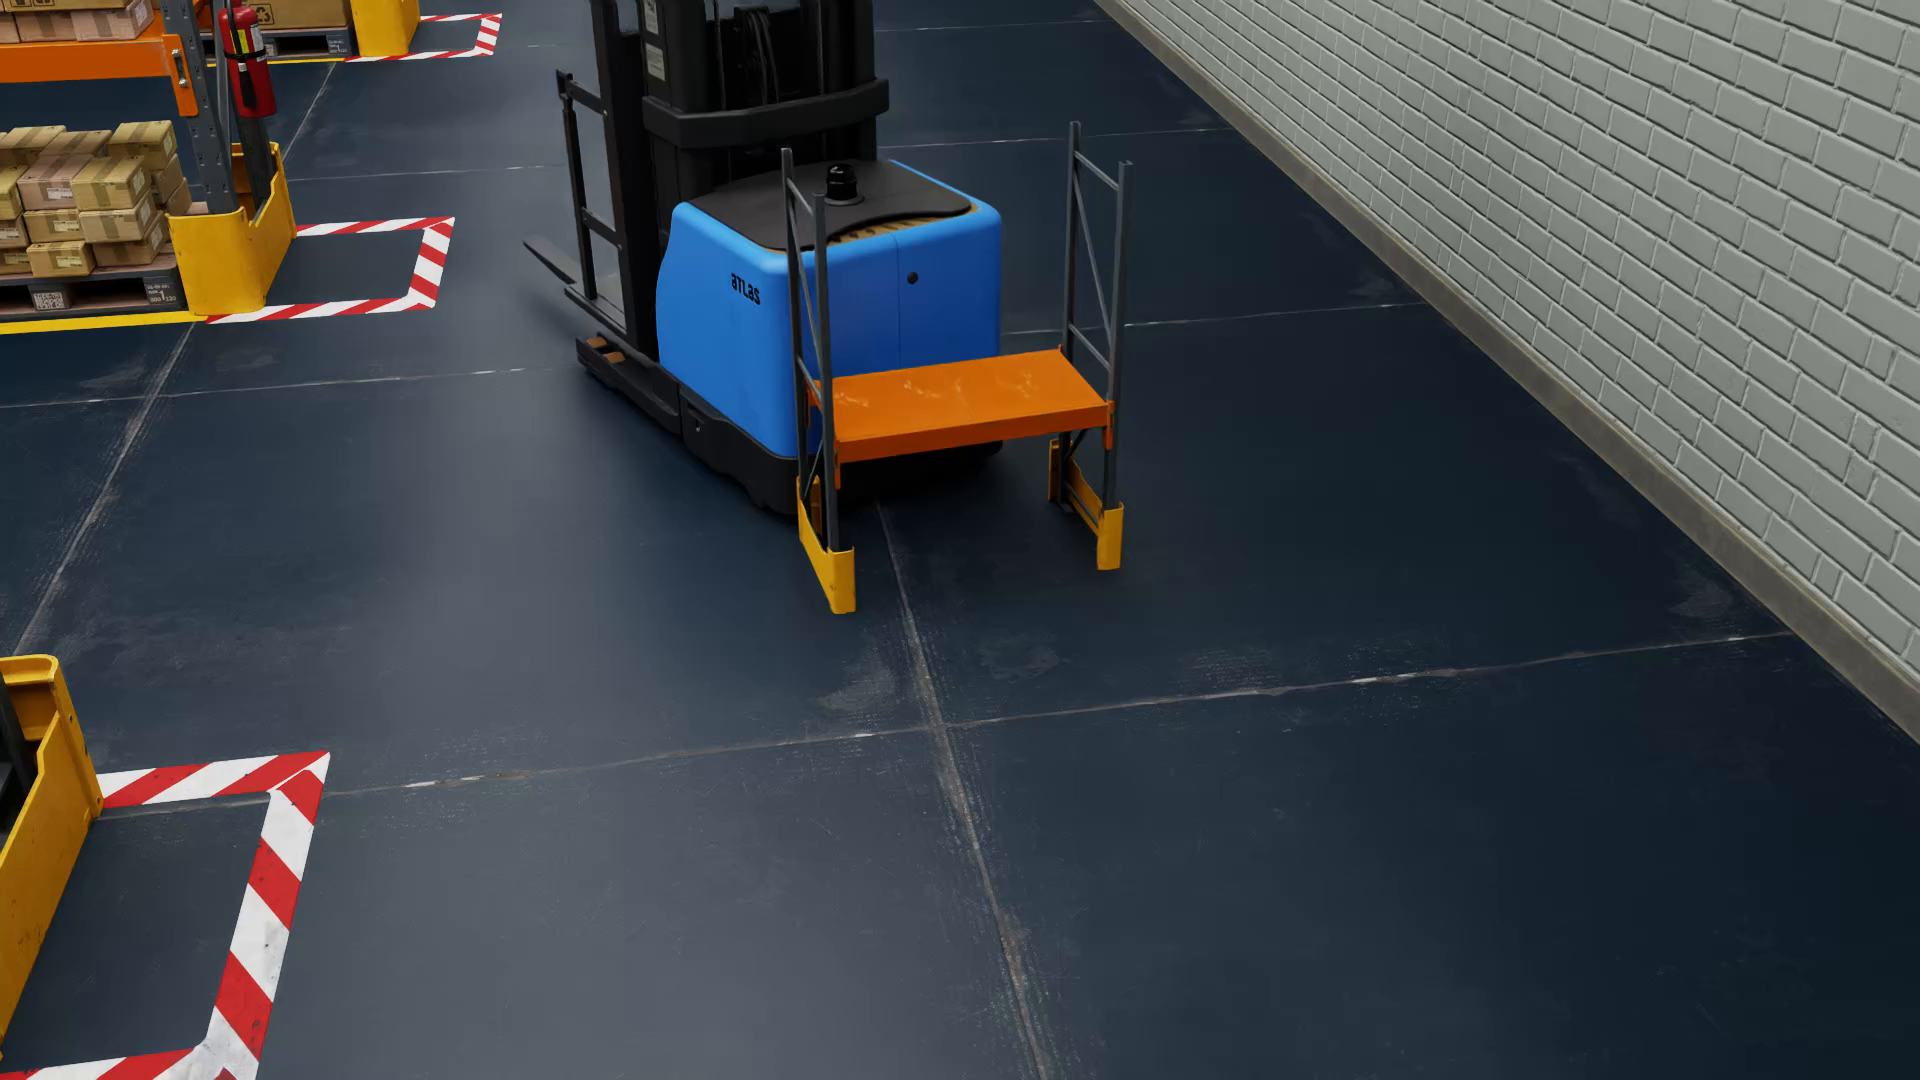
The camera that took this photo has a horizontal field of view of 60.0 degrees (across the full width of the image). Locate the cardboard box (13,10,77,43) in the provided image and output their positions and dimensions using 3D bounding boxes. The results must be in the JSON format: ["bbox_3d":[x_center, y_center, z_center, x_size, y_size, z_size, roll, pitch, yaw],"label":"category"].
[{"bbox_3d":[-4.144,-2.410,7.636,0.250,0.149,0.380,-5,31,-9],"label":"cardboard box"}]

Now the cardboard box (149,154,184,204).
[{"bbox_3d":[-4.185,-1.853,8.547,0.250,0.149,0.380,-4,31,-7],"label":"cardboard box"}]

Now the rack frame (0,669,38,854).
[{"bbox_3d":[-2.632,-0.234,3.688,0.127,3.000,1.000,-5,31,-9],"label":"rack frame"}]

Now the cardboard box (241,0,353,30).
[{"bbox_3d":[-5.032,-4.342,12.356,0.875,0.875,0.875,-5,31,-9],"label":"cardboard box"}]

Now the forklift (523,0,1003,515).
[{"bbox_3d":[-1.075,-2.056,6.855,1.130,2.935,3.031,-19,36,-29],"label":"forklift"}]

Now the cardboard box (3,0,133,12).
[{"bbox_3d":[-4.019,-2.695,7.481,0.500,0.500,0.500,-5,31,-8],"label":"cardboard box"}]

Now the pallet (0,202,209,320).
[{"bbox_3d":[-4.503,-1.427,8.469,1.213,0.211,1.003,-5,31,-9],"label":"pallet"}]

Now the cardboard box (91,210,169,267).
[{"bbox_3d":[-4.103,-1.493,8.227,0.250,0.149,0.380,-5,31,-8],"label":"cardboard box"}]

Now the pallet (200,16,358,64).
[{"bbox_3d":[-5.189,-3.861,12.607,1.213,0.211,1.003,-5,31,-9],"label":"pallet"}]

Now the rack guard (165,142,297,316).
[{"bbox_3d":[-3.698,-1.608,8.492,0.348,0.500,1.175,-5,31,-9],"label":"rack guard"}]

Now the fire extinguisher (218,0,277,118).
[{"bbox_3d":[-3.292,-2.291,7.632,0.183,0.674,0.296,-5,31,-9],"label":"fire extinguisher"}]

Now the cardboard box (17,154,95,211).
[{"bbox_3d":[-4.356,-1.732,8.048,0.250,0.149,0.380,-5,31,-8],"label":"cardboard box"}]

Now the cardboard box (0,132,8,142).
[{"bbox_3d":[-4.949,-1.914,8.358,0.250,0.149,0.380,-7,31,-11],"label":"cardboard box"}]

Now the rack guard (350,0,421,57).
[{"bbox_3d":[-4.393,-4.099,12.728,0.348,0.500,1.175,-5,31,-9],"label":"rack guard"}]

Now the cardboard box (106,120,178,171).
[{"bbox_3d":[-4.200,-2.023,8.542,0.250,0.149,0.380,-7,31,-11],"label":"cardboard box"}]

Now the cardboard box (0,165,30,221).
[{"bbox_3d":[-4.587,-1.645,7.900,0.250,0.149,0.380,-6,31,-10],"label":"cardboard box"}]

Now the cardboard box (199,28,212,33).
[{"bbox_3d":[-5.927,-4.258,12.215,0.875,0.875,0.875,-5,31,-9],"label":"cardboard box"}]

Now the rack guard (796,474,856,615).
[{"bbox_3d":[-0.485,0.009,5.988,0.087,0.250,0.587,-9,32,-15],"label":"rack guard"}]

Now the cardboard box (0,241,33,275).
[{"bbox_3d":[-4.613,-1.437,8.134,0.250,0.149,0.380,-5,31,-9],"label":"cardboard box"}]

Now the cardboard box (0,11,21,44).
[{"bbox_3d":[-4.388,-2.379,7.585,0.250,0.149,0.380,-6,31,-9],"label":"cardboard box"}]

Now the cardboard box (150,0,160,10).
[{"bbox_3d":[-4.001,-2.718,8.161,0.250,0.149,0.380,-6,31,-9],"label":"cardboard box"}]

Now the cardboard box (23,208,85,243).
[{"bbox_3d":[-4.358,-1.585,8.092,0.250,0.149,0.380,-6,31,-10],"label":"cardboard box"}]

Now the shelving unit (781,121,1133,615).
[{"bbox_3d":[-0.009,-0.605,5.799,1.083,1.500,0.587,-9,32,-15],"label":"shelving unit"}]

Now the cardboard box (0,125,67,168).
[{"bbox_3d":[-4.720,-1.978,8.467,0.250,0.149,0.380,-5,31,-9],"label":"cardboard box"}]

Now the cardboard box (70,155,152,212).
[{"bbox_3d":[-4.098,-1.726,8.038,0.250,0.149,0.380,-5,31,-8],"label":"cardboard box"}]

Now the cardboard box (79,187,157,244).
[{"bbox_3d":[-4.091,-1.582,8.087,0.250,0.149,0.380,-6,31,-10],"label":"cardboard box"}]

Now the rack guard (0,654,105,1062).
[{"bbox_3d":[-2.608,0.842,4.326,0.348,0.500,1.175,-5,31,-9],"label":"rack guard"}]

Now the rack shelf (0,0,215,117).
[{"bbox_3d":[-5.590,-2.200,7.742,4.000,0.370,1.077,-5,31,-9],"label":"rack shelf"}]

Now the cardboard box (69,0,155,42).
[{"bbox_3d":[-3.893,-2.414,7.643,0.250,0.149,0.380,-5,31,-9],"label":"cardboard box"}]

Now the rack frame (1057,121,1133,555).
[{"bbox_3d":[0.468,-0.680,5.927,0.032,1.500,0.500,-9,32,-15],"label":"rack frame"}]

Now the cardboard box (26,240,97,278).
[{"bbox_3d":[-4.338,-1.419,8.102,0.250,0.149,0.380,-4,31,-7],"label":"cardboard box"}]

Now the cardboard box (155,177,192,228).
[{"bbox_3d":[-4.196,-1.756,8.676,0.250,0.149,0.380,-5,31,-8],"label":"cardboard box"}]

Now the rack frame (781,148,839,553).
[{"bbox_3d":[-0.503,-0.527,5.666,0.032,1.500,0.500,-9,32,-15],"label":"rack frame"}]

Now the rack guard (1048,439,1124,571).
[{"bbox_3d":[0.466,-0.141,6.243,0.087,0.250,0.587,-9,32,-15],"label":"rack guard"}]

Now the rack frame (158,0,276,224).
[{"bbox_3d":[-3.623,-2.693,7.870,0.127,3.000,1.000,-5,31,-9],"label":"rack frame"}]

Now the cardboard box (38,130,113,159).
[{"bbox_3d":[-4.449,-1.937,8.397,0.250,0.149,0.380,-5,31,-8],"label":"cardboard box"}]

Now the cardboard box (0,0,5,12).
[{"bbox_3d":[-4.526,-2.650,7.405,0.500,0.500,0.500,-6,31,-10],"label":"cardboard box"}]

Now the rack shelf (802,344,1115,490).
[{"bbox_3d":[-0.018,-0.448,5.888,1.000,0.185,0.538,-9,32,-15],"label":"rack shelf"}]

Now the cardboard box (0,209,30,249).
[{"bbox_3d":[-4.602,-1.534,8.004,0.250,0.149,0.380,-7,31,-11],"label":"cardboard box"}]
